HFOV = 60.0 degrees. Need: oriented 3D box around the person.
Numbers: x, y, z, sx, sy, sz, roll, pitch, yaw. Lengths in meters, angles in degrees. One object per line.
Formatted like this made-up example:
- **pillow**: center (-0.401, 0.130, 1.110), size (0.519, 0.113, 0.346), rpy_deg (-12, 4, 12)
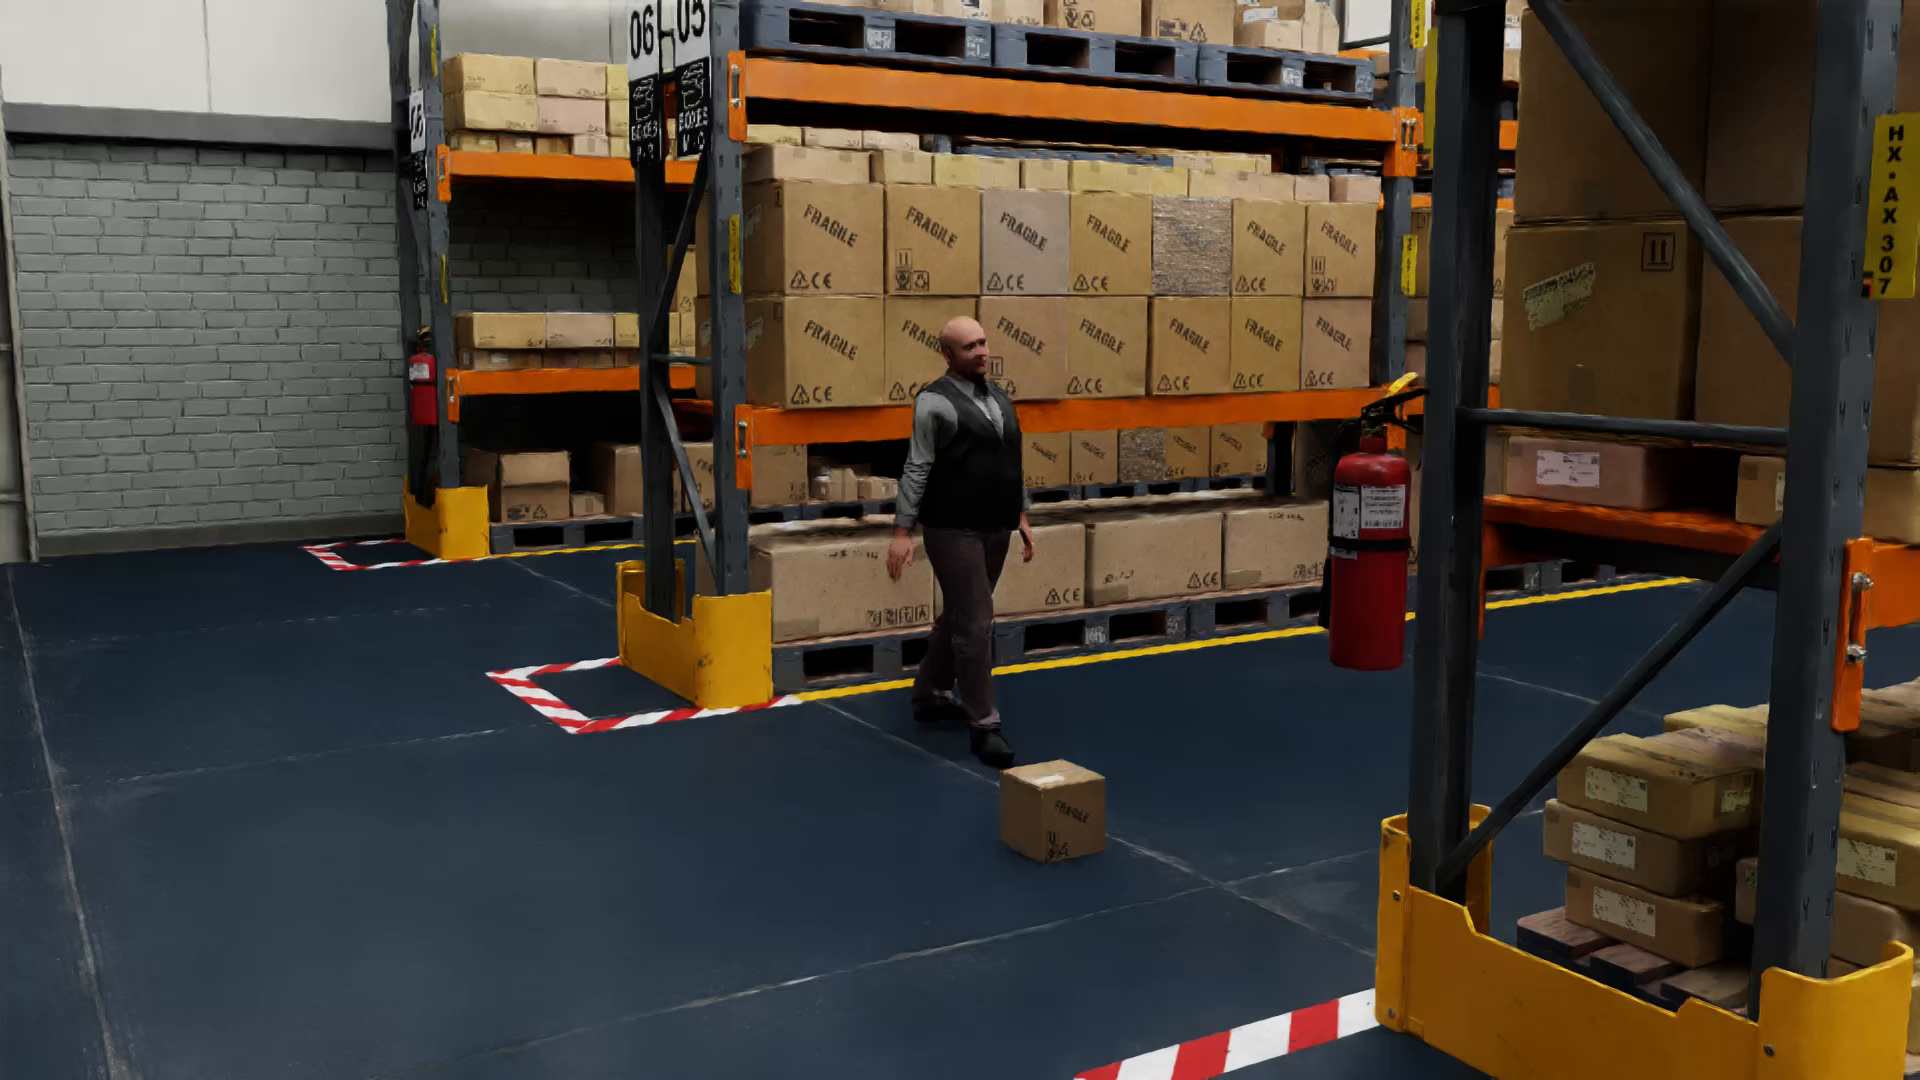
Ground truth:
- **person**: center (0.009, -0.020, 6.572), size (0.672, 1.714, 0.686), rpy_deg (6, 10, 36)
